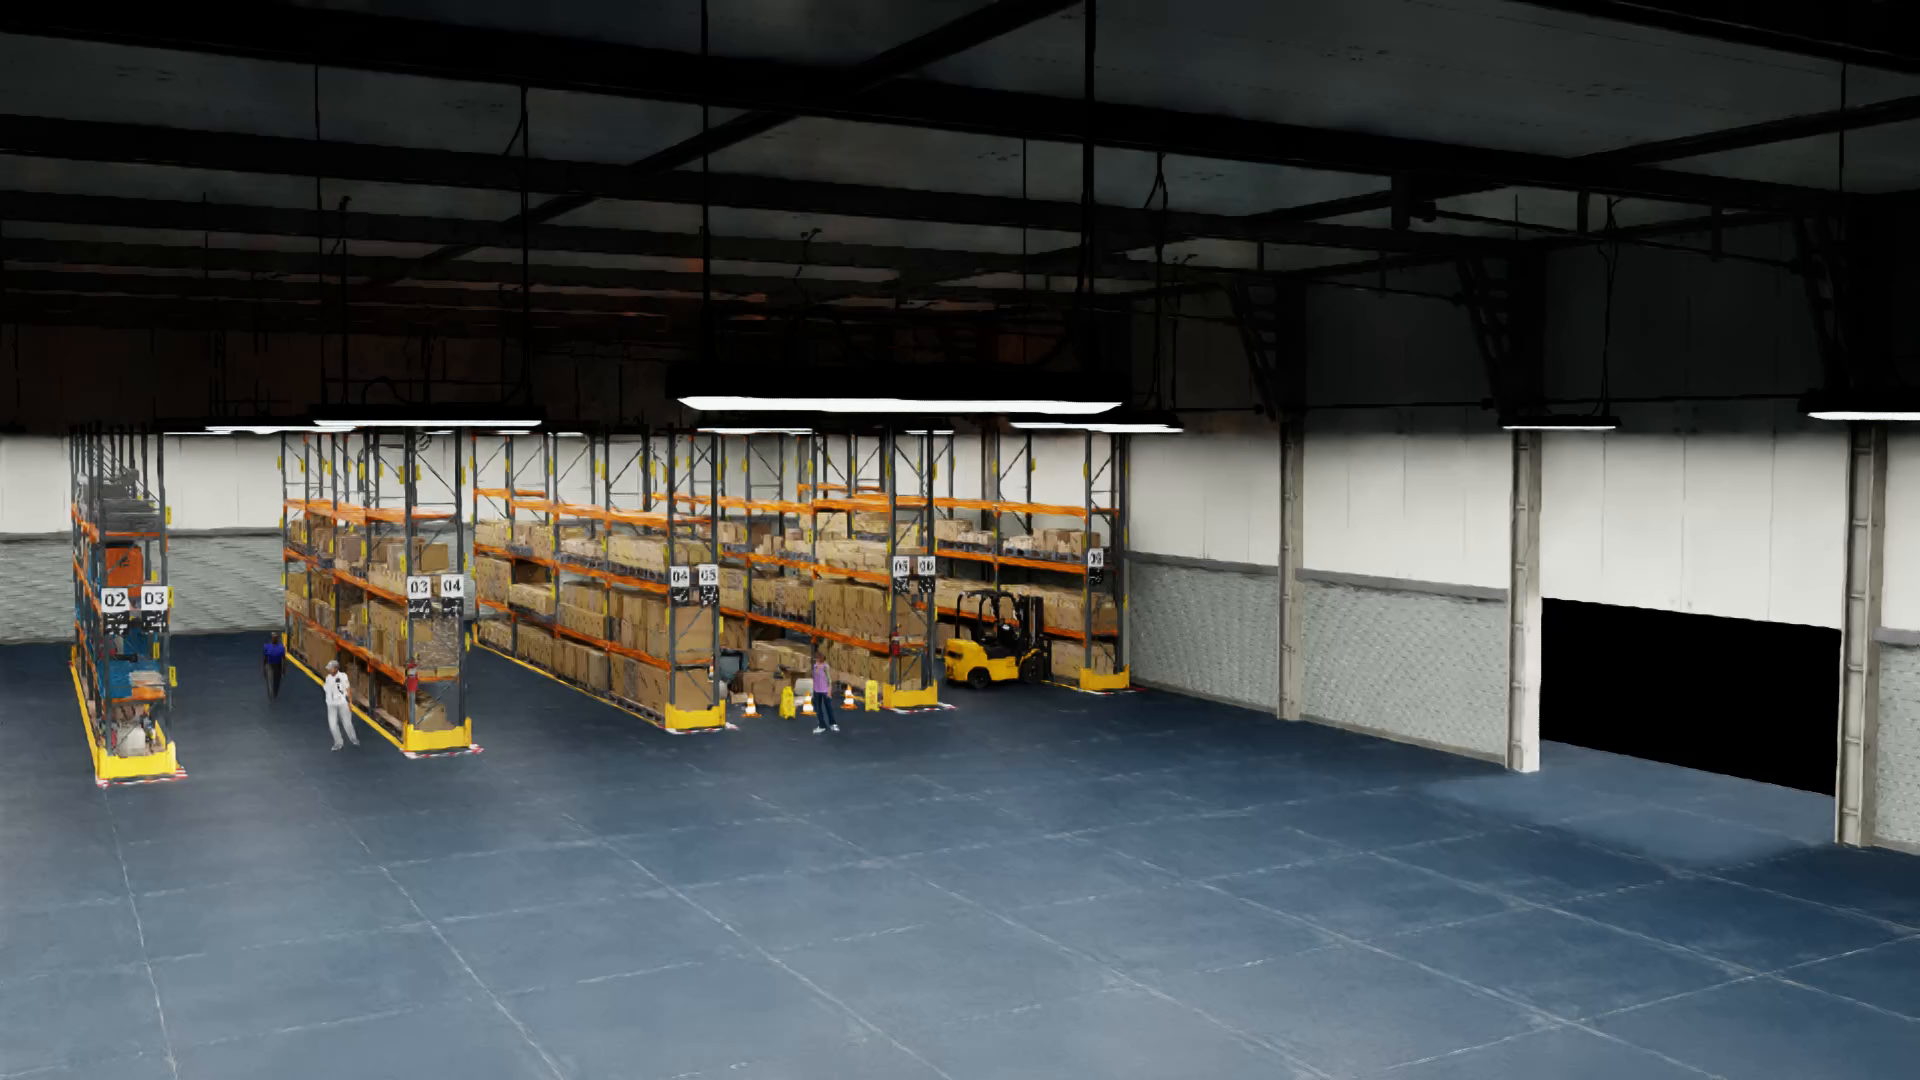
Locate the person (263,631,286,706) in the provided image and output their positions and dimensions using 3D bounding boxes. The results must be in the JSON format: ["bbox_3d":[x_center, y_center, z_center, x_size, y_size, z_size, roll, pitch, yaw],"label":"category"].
[{"bbox_3d":[-14.626,2.724,35.509,0.445,1.574,1.091,-2,4,-32],"label":"person"}]

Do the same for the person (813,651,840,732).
[{"bbox_3d":[-2.628,2.937,32.352,0.513,1.587,0.484,2,4,35],"label":"person"}]

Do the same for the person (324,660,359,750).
[{"bbox_3d":[-11.394,3.012,30.576,0.550,1.650,0.561,0,4,7],"label":"person"}]

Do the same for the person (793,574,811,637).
[{"bbox_3d":[-4.509,1.869,47.689,0.557,1.784,0.639,-1,4,-11],"label":"person"}]
